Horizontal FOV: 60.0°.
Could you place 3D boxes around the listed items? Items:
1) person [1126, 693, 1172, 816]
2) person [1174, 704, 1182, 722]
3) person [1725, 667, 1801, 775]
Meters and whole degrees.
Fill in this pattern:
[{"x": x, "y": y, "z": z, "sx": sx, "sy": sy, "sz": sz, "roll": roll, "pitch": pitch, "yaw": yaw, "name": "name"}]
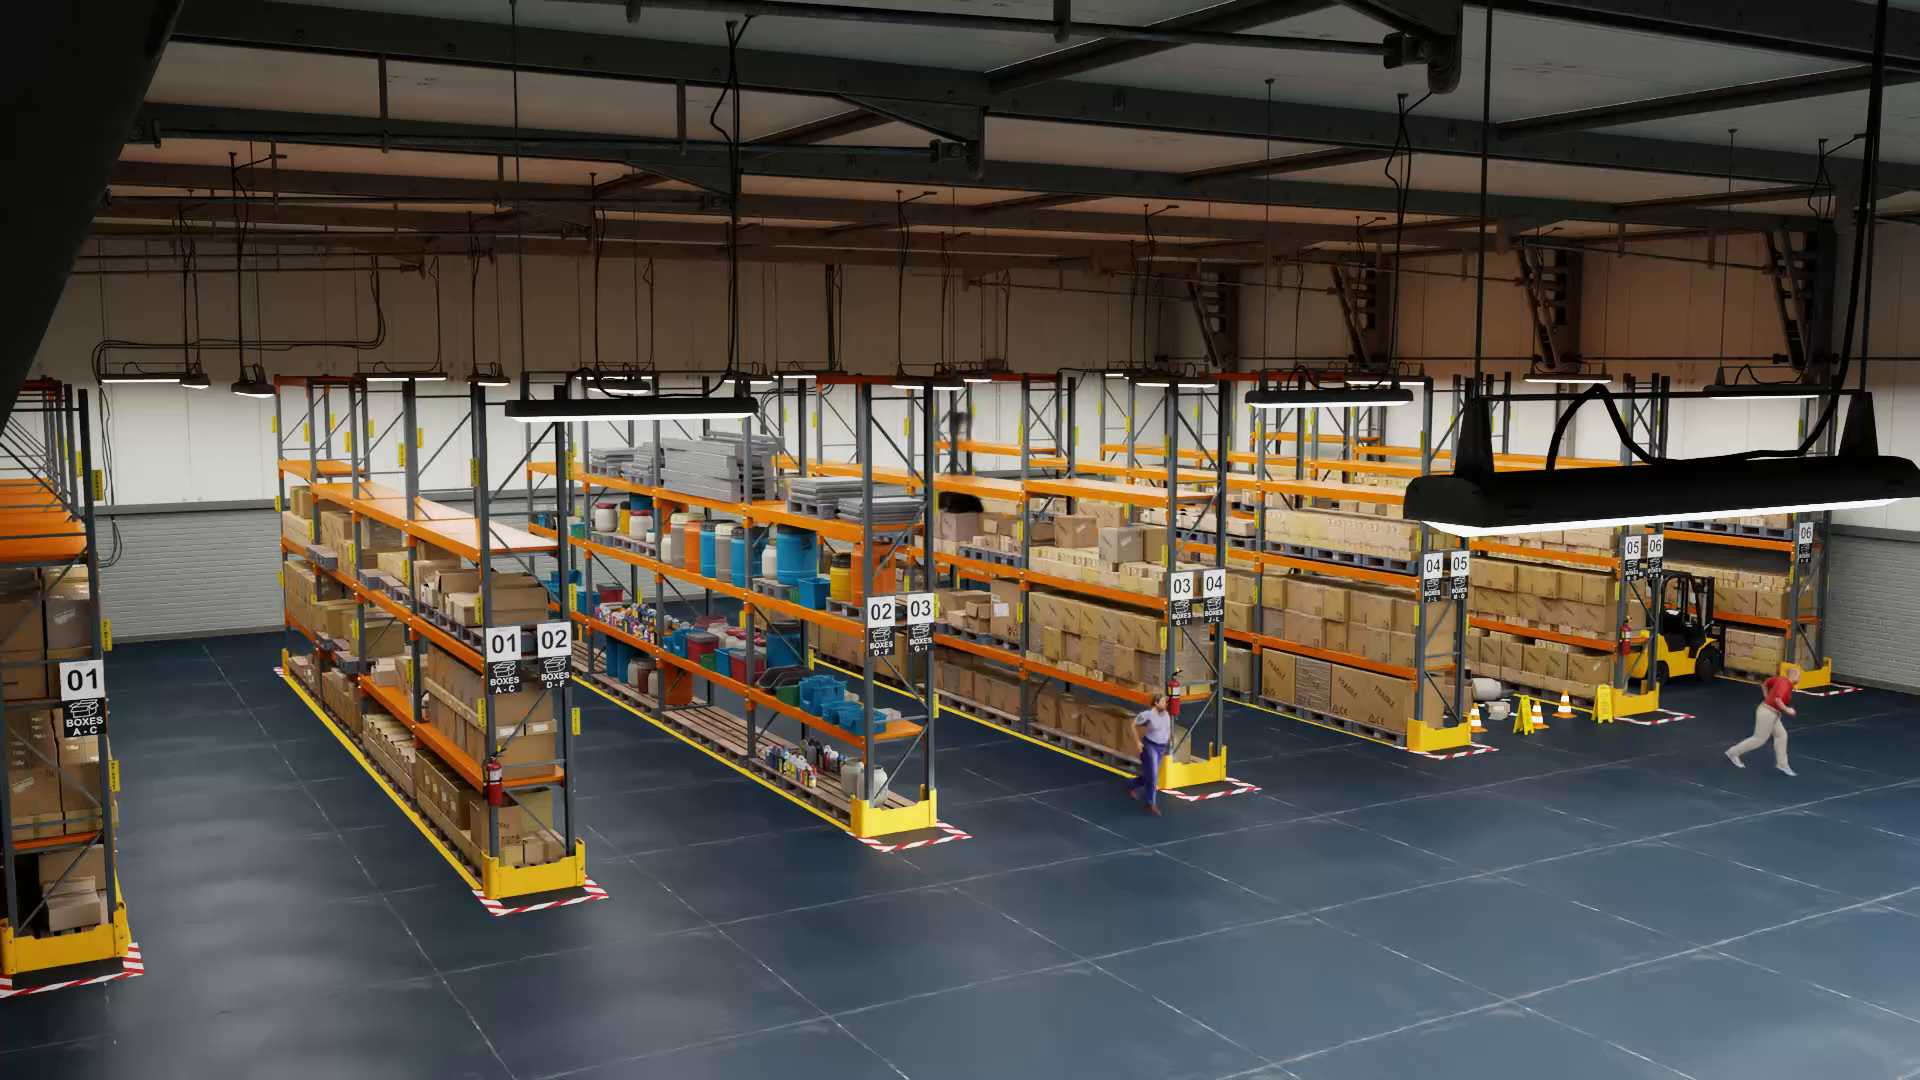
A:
[{"x": 2.717, "y": 2.970, "z": 23.432, "sx": 0.636, "sy": 1.614, "sz": 0.838, "roll": -5, "pitch": 8, "yaw": -38, "name": "person"}, {"x": 3.791, "y": 2.362, "z": 28.893, "sx": 0.740, "sy": 1.584, "sz": 0.930, "roll": -4, "pitch": 8, "yaw": -35, "name": "person"}, {"x": 12.285, "y": 2.760, "z": 25.448, "sx": 1.020, "sy": 1.694, "sz": 0.703, "roll": 2, "pitch": 6, "yaw": 14, "name": "person"}]
